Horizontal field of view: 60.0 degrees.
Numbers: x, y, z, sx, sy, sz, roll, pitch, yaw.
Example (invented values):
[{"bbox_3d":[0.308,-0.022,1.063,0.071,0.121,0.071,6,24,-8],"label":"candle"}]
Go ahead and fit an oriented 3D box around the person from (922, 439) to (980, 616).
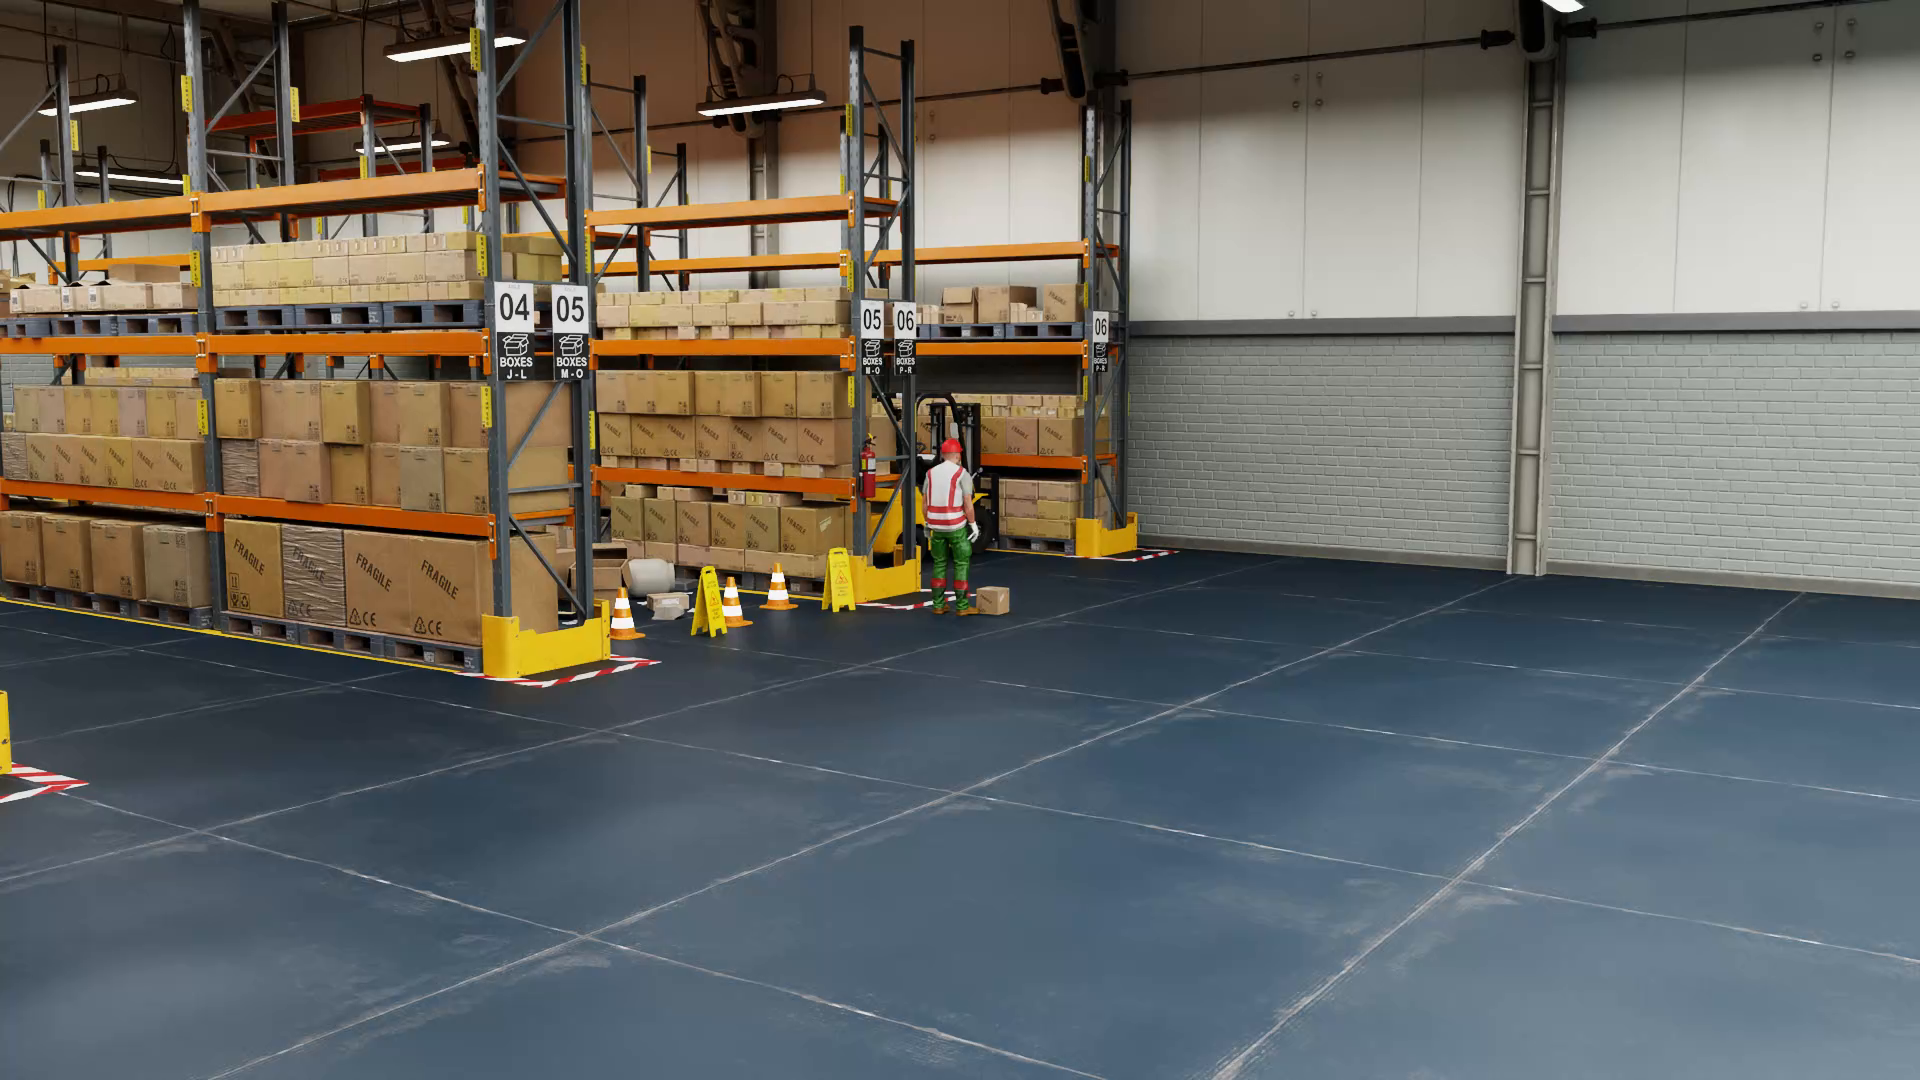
[{"bbox_3d":[-0.096,-0.132,16.876,0.618,1.776,0.455,4,7,30],"label":"person"}]
